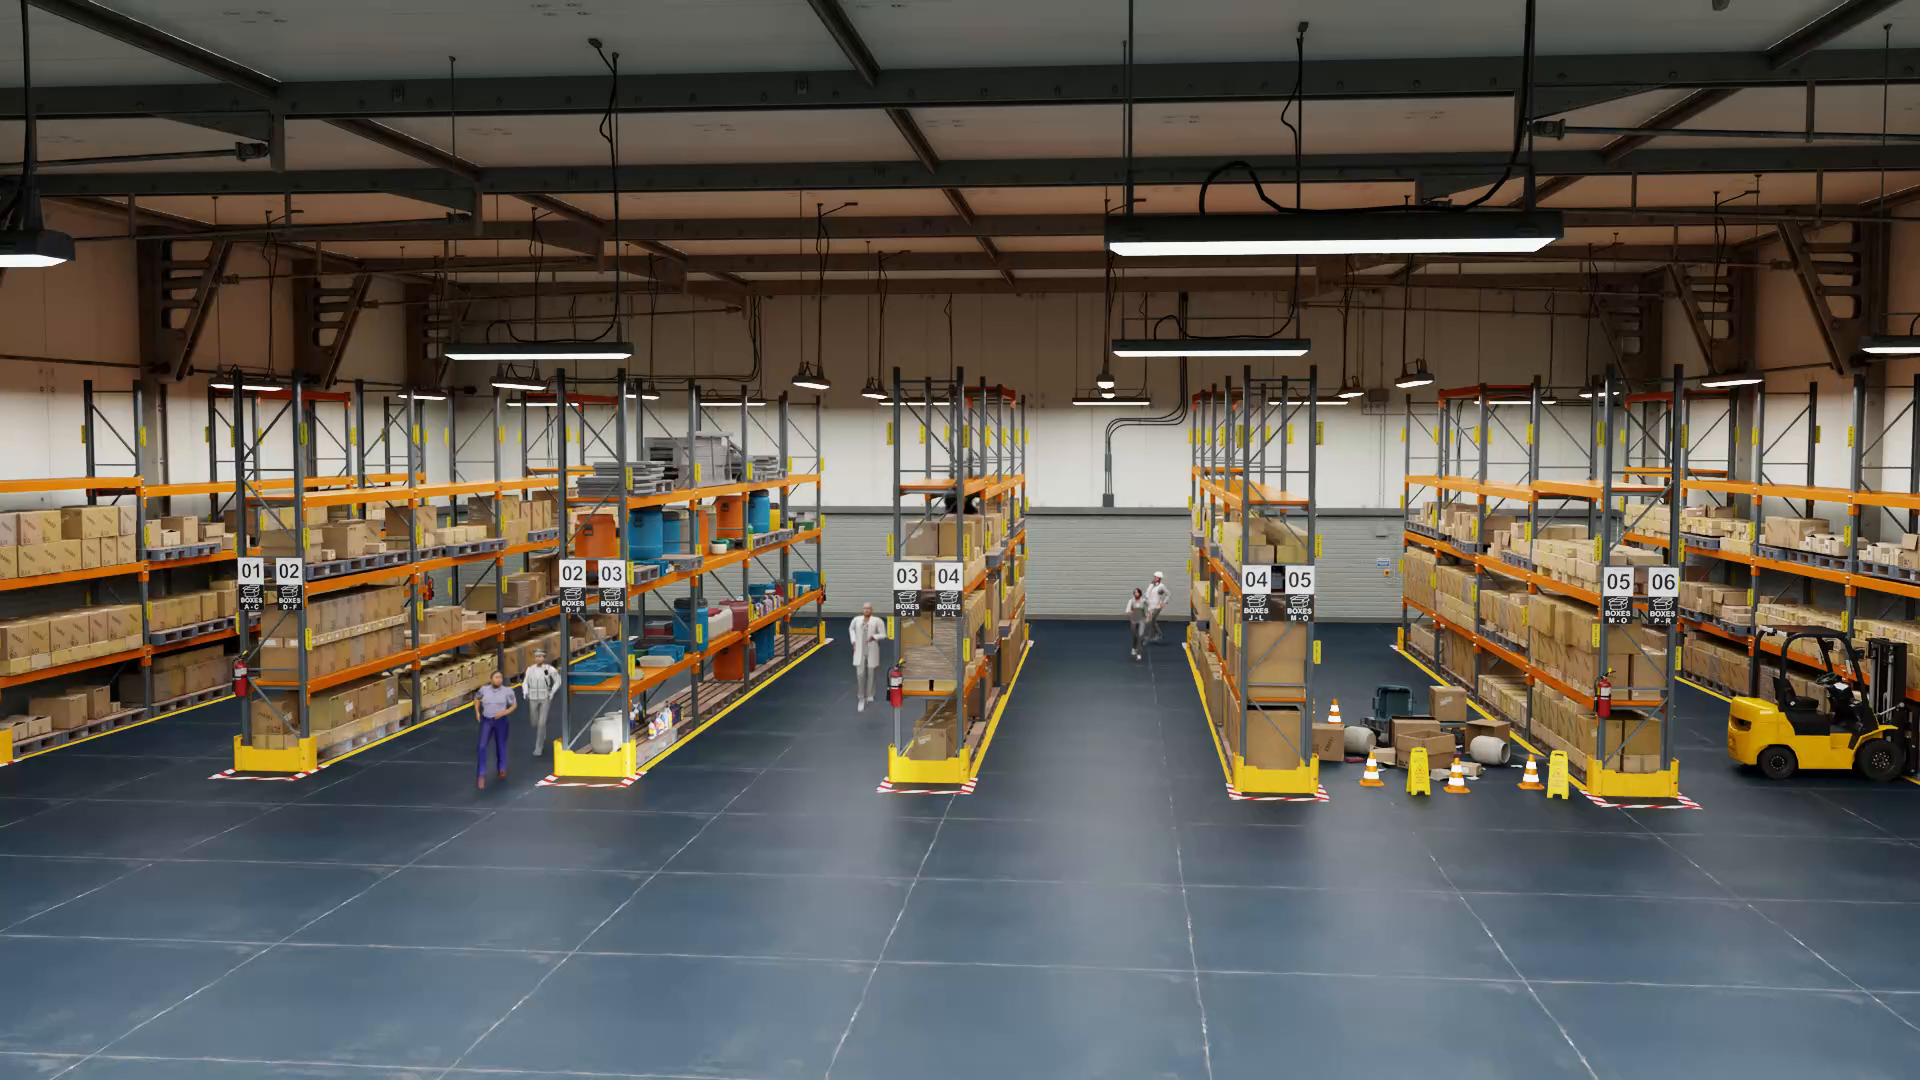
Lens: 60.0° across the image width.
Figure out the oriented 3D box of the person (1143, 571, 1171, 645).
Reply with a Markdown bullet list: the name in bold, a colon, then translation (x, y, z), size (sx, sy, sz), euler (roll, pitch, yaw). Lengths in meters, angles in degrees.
- **person**: translation (4.663, 1.640, 39.988), size (0.812, 1.792, 0.713), euler (-2, 4, -31)

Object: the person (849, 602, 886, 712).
- **person**: translation (-1.642, 2.047, 29.214), size (0.690, 1.903, 0.741), euler (0, 4, 6)

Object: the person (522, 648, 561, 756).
- **person**: translation (-6.655, 2.540, 26.440), size (0.617, 1.682, 0.725), euler (0, 4, 0)

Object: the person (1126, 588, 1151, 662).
- **person**: translation (4.016, 1.881, 37.399), size (0.549, 1.629, 0.849), euler (1, 4, 11)

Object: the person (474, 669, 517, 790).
- **person**: translation (-6.693, 2.705, 23.964), size (0.607, 1.688, 0.794), euler (-1, 4, -12)
